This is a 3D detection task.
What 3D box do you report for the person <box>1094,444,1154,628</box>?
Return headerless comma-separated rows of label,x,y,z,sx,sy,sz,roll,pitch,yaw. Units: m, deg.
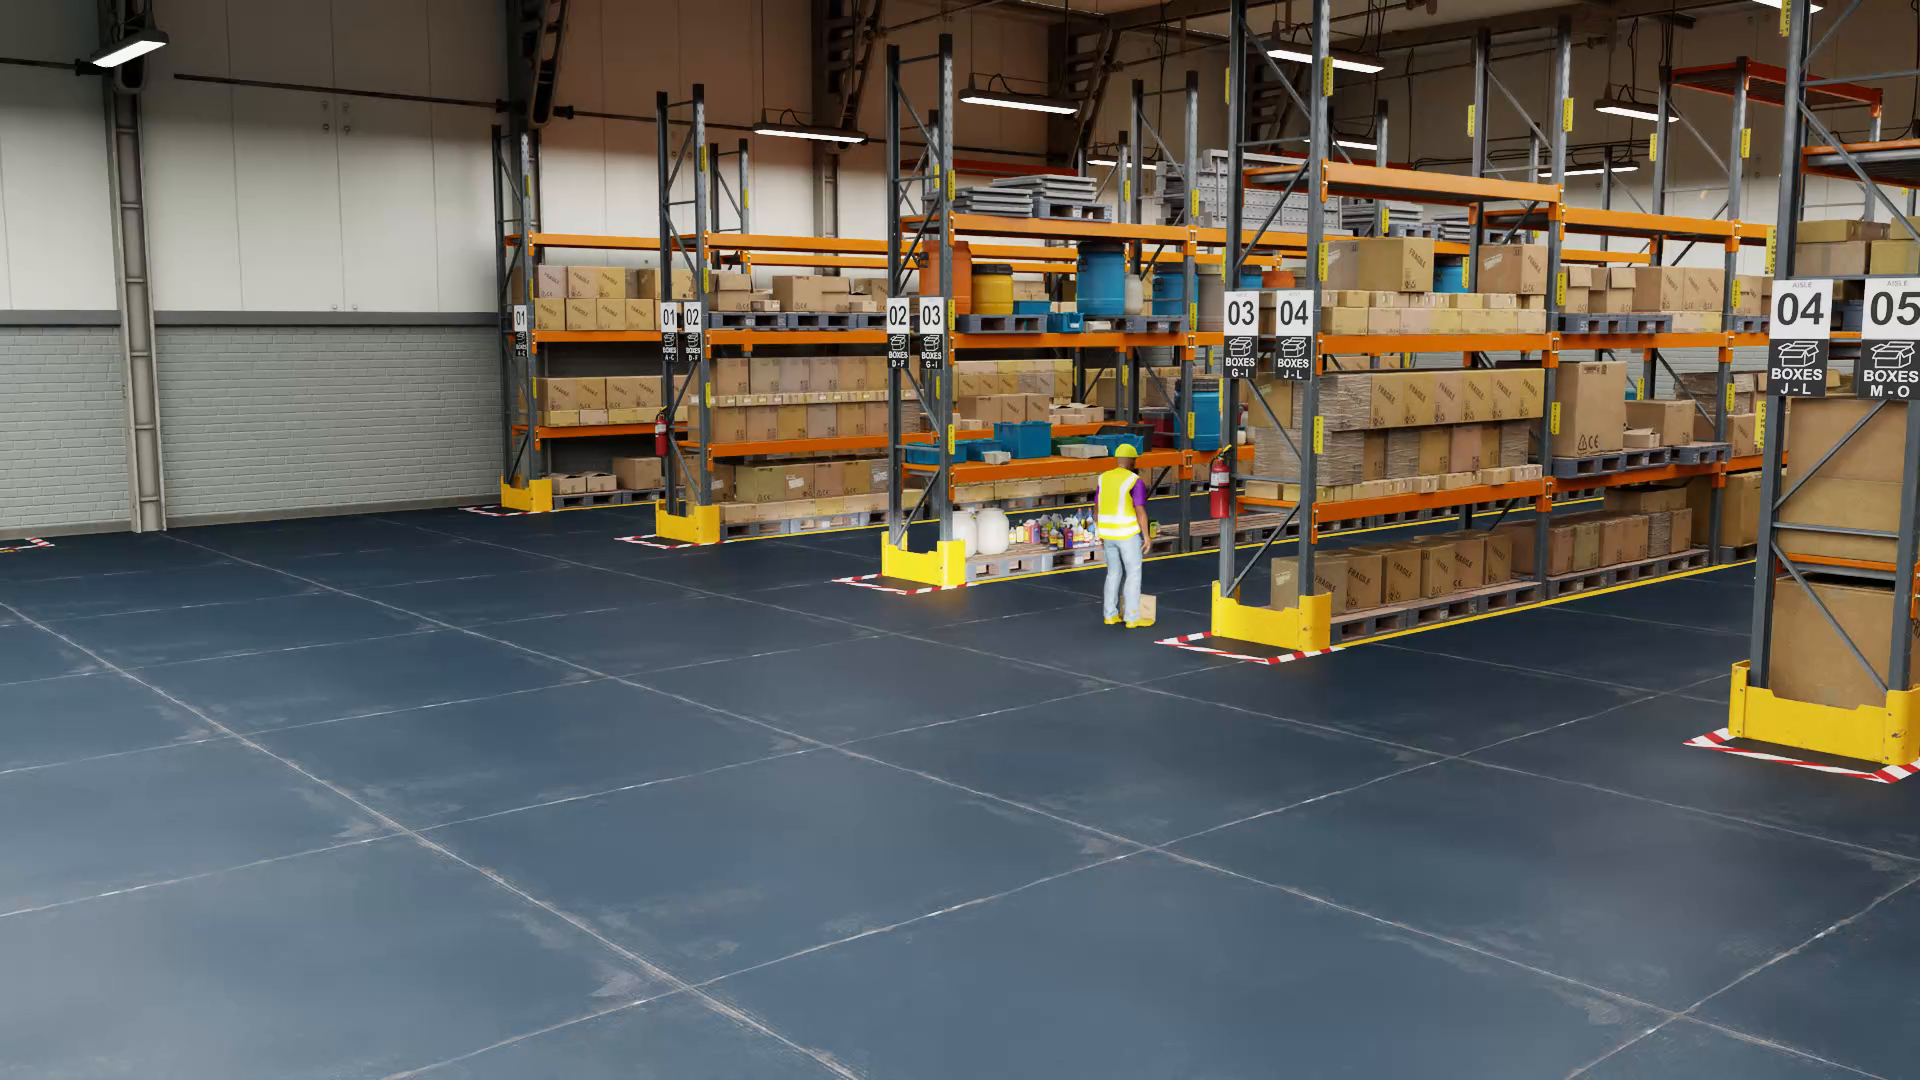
person,1.580,-0.053,16.122,0.462,1.759,0.633,-7,10,-44
